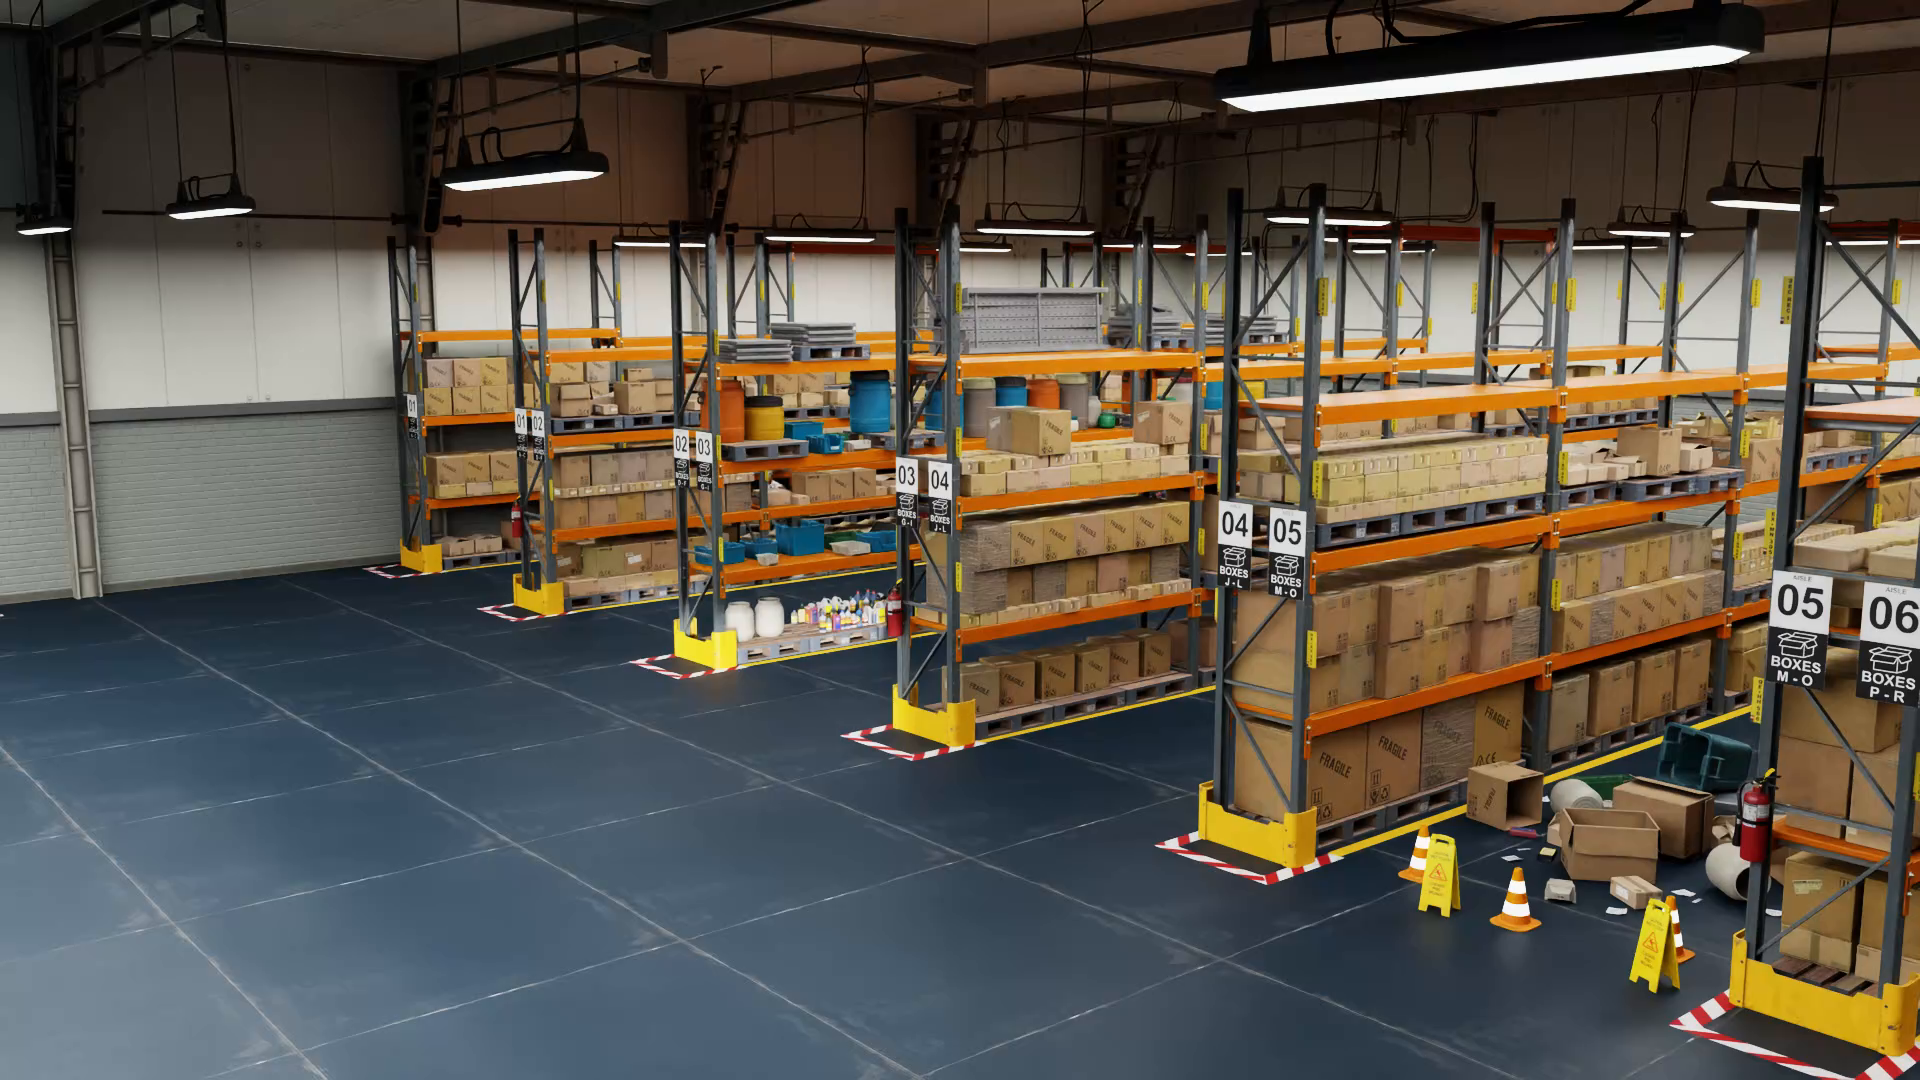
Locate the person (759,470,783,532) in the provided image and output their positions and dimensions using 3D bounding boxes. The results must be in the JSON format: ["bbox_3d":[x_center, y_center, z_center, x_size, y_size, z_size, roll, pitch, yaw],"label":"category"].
[{"bbox_3d":[-3.553,-0.567,32.048,0.857,1.617,0.481,-8,12,-42],"label":"person"}]
